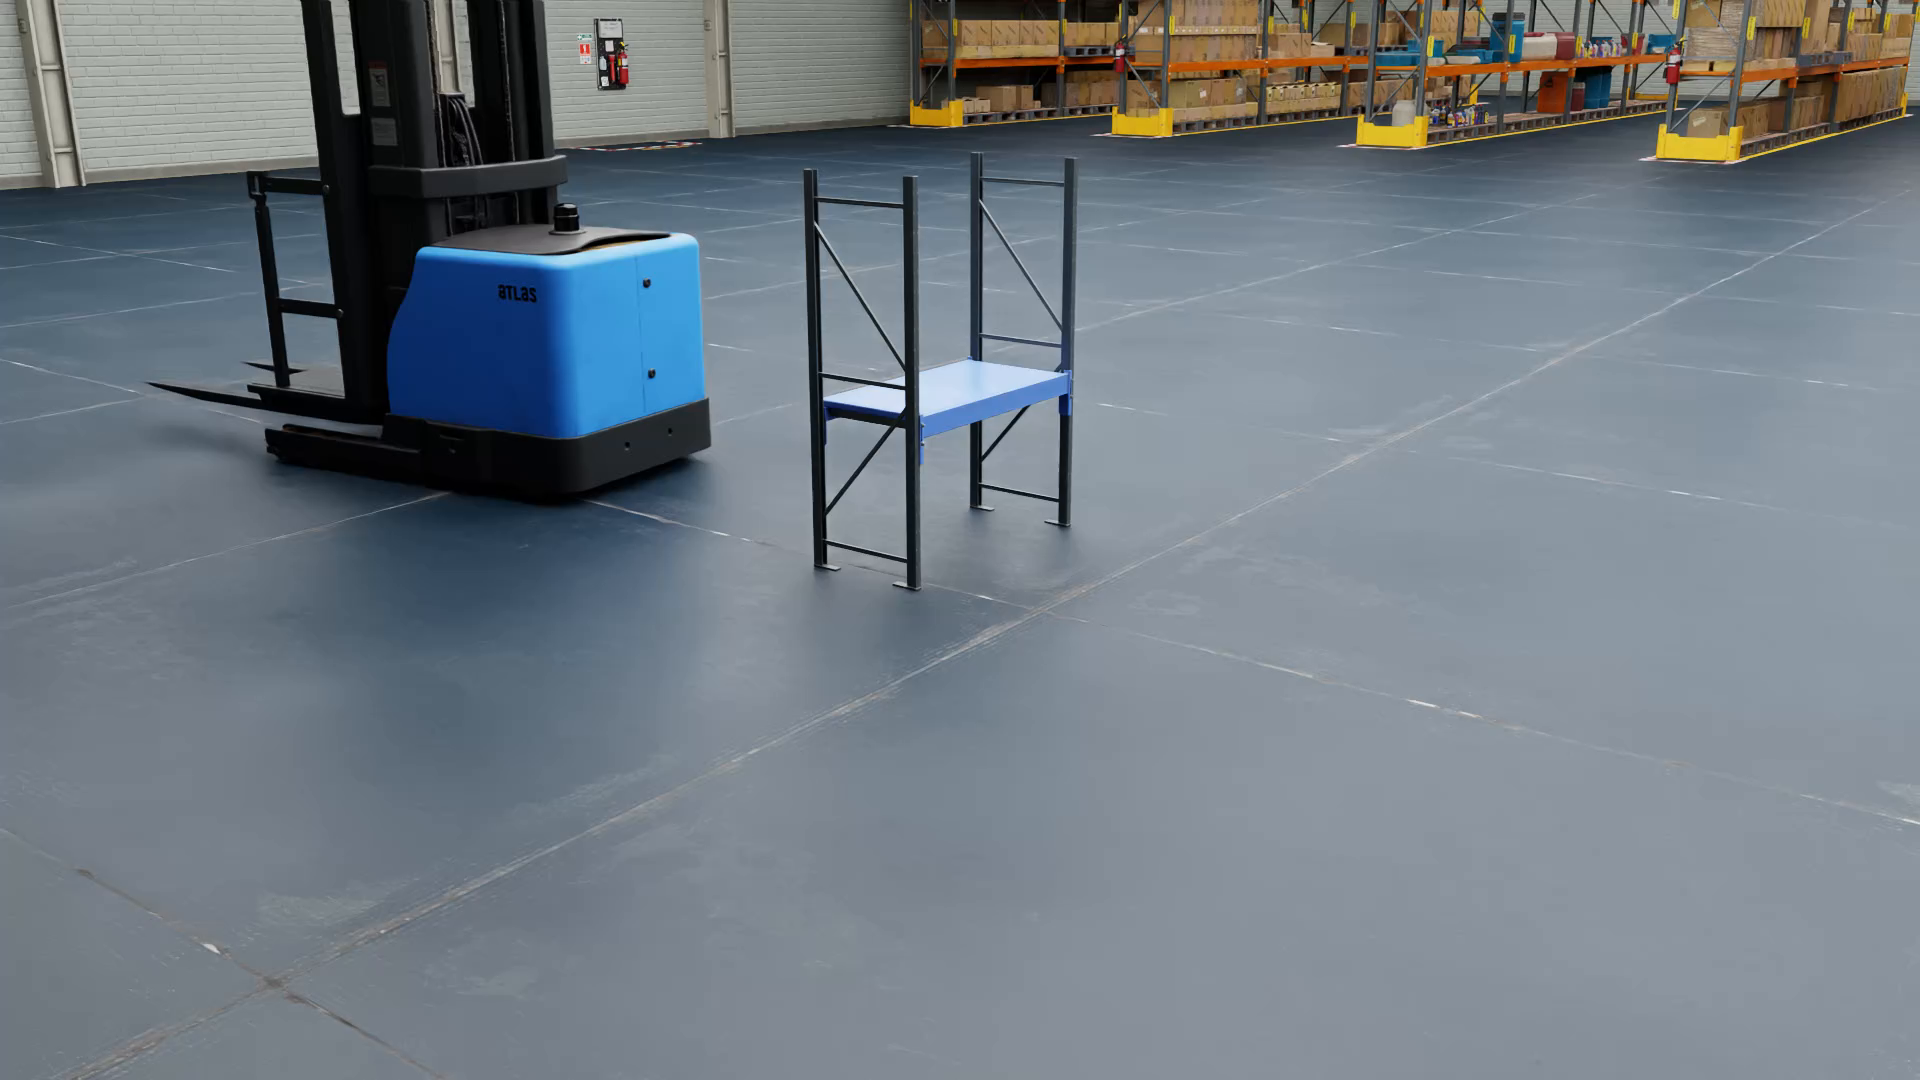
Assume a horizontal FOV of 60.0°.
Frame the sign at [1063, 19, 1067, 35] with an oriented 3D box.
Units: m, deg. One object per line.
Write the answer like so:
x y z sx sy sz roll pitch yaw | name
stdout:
2.288 -11.238 36.414 0.100 0.325 0.005 12 21 35 | sign

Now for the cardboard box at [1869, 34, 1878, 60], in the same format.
18.188 -9.969 33.621 0.500 0.500 0.500 13 22 36 | cardboard box

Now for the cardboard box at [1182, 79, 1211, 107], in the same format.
4.527 -8.666 32.256 0.500 0.500 0.500 12 21 35 | cardboard box

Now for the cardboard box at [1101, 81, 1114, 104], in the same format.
3.170 -10.481 38.910 0.700 0.500 0.500 12 21 34 | cardboard box

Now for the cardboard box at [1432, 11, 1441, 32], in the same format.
11.408 -12.660 40.599 0.500 0.500 0.500 12 21 33 | cardboard box

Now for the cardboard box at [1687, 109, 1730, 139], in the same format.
11.784 -6.492 26.099 0.500 0.500 0.500 -15 23 -40 | cardboard box

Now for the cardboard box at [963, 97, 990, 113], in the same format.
0.288 -9.176 35.027 0.500 0.311 0.500 15 22 39 | cardboard box

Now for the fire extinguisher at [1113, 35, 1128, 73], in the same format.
3.001 -9.108 31.146 0.296 0.674 0.183 12 21 35 | fire extinguisher

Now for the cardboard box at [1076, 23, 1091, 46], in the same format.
2.517 -11.423 37.560 0.700 0.500 0.500 15 23 40 | cardboard box

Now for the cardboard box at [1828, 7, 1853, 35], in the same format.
16.613 -9.943 31.845 0.797 0.503 0.637 13 22 37 | cardboard box

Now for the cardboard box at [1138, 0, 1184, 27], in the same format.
3.764 -9.880 31.145 0.700 0.500 0.500 13 21 35 | cardboard box

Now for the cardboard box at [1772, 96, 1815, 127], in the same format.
15.129 -7.828 30.366 0.700 0.500 0.500 15 23 39 | cardboard box

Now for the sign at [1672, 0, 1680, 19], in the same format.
10.964 -8.147 25.434 0.100 0.325 0.005 12 21 35 | sign

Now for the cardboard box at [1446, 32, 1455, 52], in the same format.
12.021 -12.433 41.554 0.500 0.500 0.500 12 21 34 | cardboard box

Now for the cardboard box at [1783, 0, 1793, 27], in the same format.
13.139 -8.566 26.913 0.500 0.500 0.500 12 21 35 | cardboard box

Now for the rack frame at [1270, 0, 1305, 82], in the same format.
8.997 -13.776 46.049 1.000 3.000 0.127 12 21 35 | rack frame

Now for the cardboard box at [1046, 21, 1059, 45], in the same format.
1.814 -11.047 36.215 0.500 0.500 0.500 12 21 35 | cardboard box

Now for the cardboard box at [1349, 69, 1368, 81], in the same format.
9.216 -10.894 38.975 0.500 0.250 0.500 12 21 34 | cardboard box

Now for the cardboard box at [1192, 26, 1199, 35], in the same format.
4.308 -9.686 31.615 0.380 0.149 0.250 12 21 34 | cardboard box

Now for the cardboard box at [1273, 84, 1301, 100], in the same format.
6.884 -9.495 35.245 0.500 0.311 0.500 12 21 33 | cardboard box

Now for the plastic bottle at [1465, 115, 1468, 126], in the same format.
9.196 -7.643 30.276 0.097 0.201 0.097 0 17 0 | plastic bottle

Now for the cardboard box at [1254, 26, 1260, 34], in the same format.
5.838 -10.299 33.588 0.380 0.149 0.250 12 21 35 | cardboard box

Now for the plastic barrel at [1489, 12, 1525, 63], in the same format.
10.277 -9.446 31.257 0.600 0.901 0.708 12 21 35 | plastic barrel

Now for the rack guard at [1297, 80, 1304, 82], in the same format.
9.012 -12.588 46.438 1.175 0.500 0.348 12 21 35 | rack guard

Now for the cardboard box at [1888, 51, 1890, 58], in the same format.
19.460 -10.278 35.206 0.380 0.149 0.250 12 21 33 | cardboard box

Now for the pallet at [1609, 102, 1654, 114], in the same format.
15.704 -10.215 39.283 1.003 0.211 1.213 12 21 35 | pallet

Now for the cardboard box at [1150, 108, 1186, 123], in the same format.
3.943 -8.067 31.591 0.500 0.250 0.500 12 21 35 | cardboard box

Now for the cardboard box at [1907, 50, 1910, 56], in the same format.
20.984 -10.888 37.170 0.380 0.149 0.250 13 21 36 | cardboard box

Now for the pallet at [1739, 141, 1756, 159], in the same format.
11.956 -6.213 26.396 1.003 0.211 1.213 12 21 35 | pallet

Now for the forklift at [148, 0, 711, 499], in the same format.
-2.731 -1.874 7.835 3.031 2.935 1.130 9 20 28 | forklift

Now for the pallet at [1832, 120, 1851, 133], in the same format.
16.695 -8.088 32.432 1.003 0.211 1.213 12 21 35 | pallet

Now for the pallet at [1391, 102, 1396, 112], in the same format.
10.140 -10.417 39.933 1.003 0.211 1.213 12 21 35 | pallet

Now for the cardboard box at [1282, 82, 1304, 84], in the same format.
7.357 -9.952 36.717 0.500 0.311 0.500 12 21 33 | cardboard box

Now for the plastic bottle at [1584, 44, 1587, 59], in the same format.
13.097 -10.245 34.872 0.061 0.283 0.133 12 21 35 | plastic bottle

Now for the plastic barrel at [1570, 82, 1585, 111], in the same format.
13.138 -9.558 35.822 0.600 0.588 0.708 12 21 35 | plastic barrel

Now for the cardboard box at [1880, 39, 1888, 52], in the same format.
19.038 -10.334 34.714 0.500 0.250 0.500 12 21 34 | cardboard box

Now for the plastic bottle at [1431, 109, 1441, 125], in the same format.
8.758 -7.792 30.627 0.152 0.276 0.135 12 21 35 | plastic bottle

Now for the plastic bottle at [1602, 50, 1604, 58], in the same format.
13.811 -10.500 35.834 0.097 0.201 0.097 0 17 0 | plastic bottle

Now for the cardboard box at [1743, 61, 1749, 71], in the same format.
11.924 -7.302 25.622 0.380 0.149 0.250 12 21 35 | cardboard box

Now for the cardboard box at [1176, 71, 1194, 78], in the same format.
5.301 -11.404 41.327 0.750 0.750 0.750 12 21 34 | cardboard box

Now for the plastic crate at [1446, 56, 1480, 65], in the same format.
9.040 -8.610 29.857 0.530 0.136 0.437 12 21 35 | plastic crate

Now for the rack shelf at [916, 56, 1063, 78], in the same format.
0.656 -10.098 35.418 1.077 0.370 4.000 12 21 35 | rack shelf

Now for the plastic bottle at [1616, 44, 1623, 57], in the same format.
14.595 -10.863 36.876 0.152 0.276 0.135 12 21 35 | plastic bottle

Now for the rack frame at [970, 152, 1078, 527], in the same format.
0.252 -0.817 6.846 0.500 1.500 0.032 12 21 35 | rack frame

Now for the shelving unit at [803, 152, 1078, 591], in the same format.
-0.051 -0.696 6.456 0.538 1.500 1.048 12 21 35 | shelving unit

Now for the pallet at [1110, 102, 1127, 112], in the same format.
3.764 -10.353 39.728 1.003 0.211 1.213 12 21 35 | pallet

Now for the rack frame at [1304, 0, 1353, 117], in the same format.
8.211 -10.997 37.097 1.000 3.000 0.127 12 21 35 | rack frame

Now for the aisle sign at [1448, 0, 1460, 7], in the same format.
12.783 -14.212 43.067 0.394 0.787 0.004 12 21 35 | aisle sign

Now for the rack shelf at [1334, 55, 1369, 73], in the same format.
9.403 -11.129 38.738 1.077 0.370 4.000 12 21 35 | rack shelf
